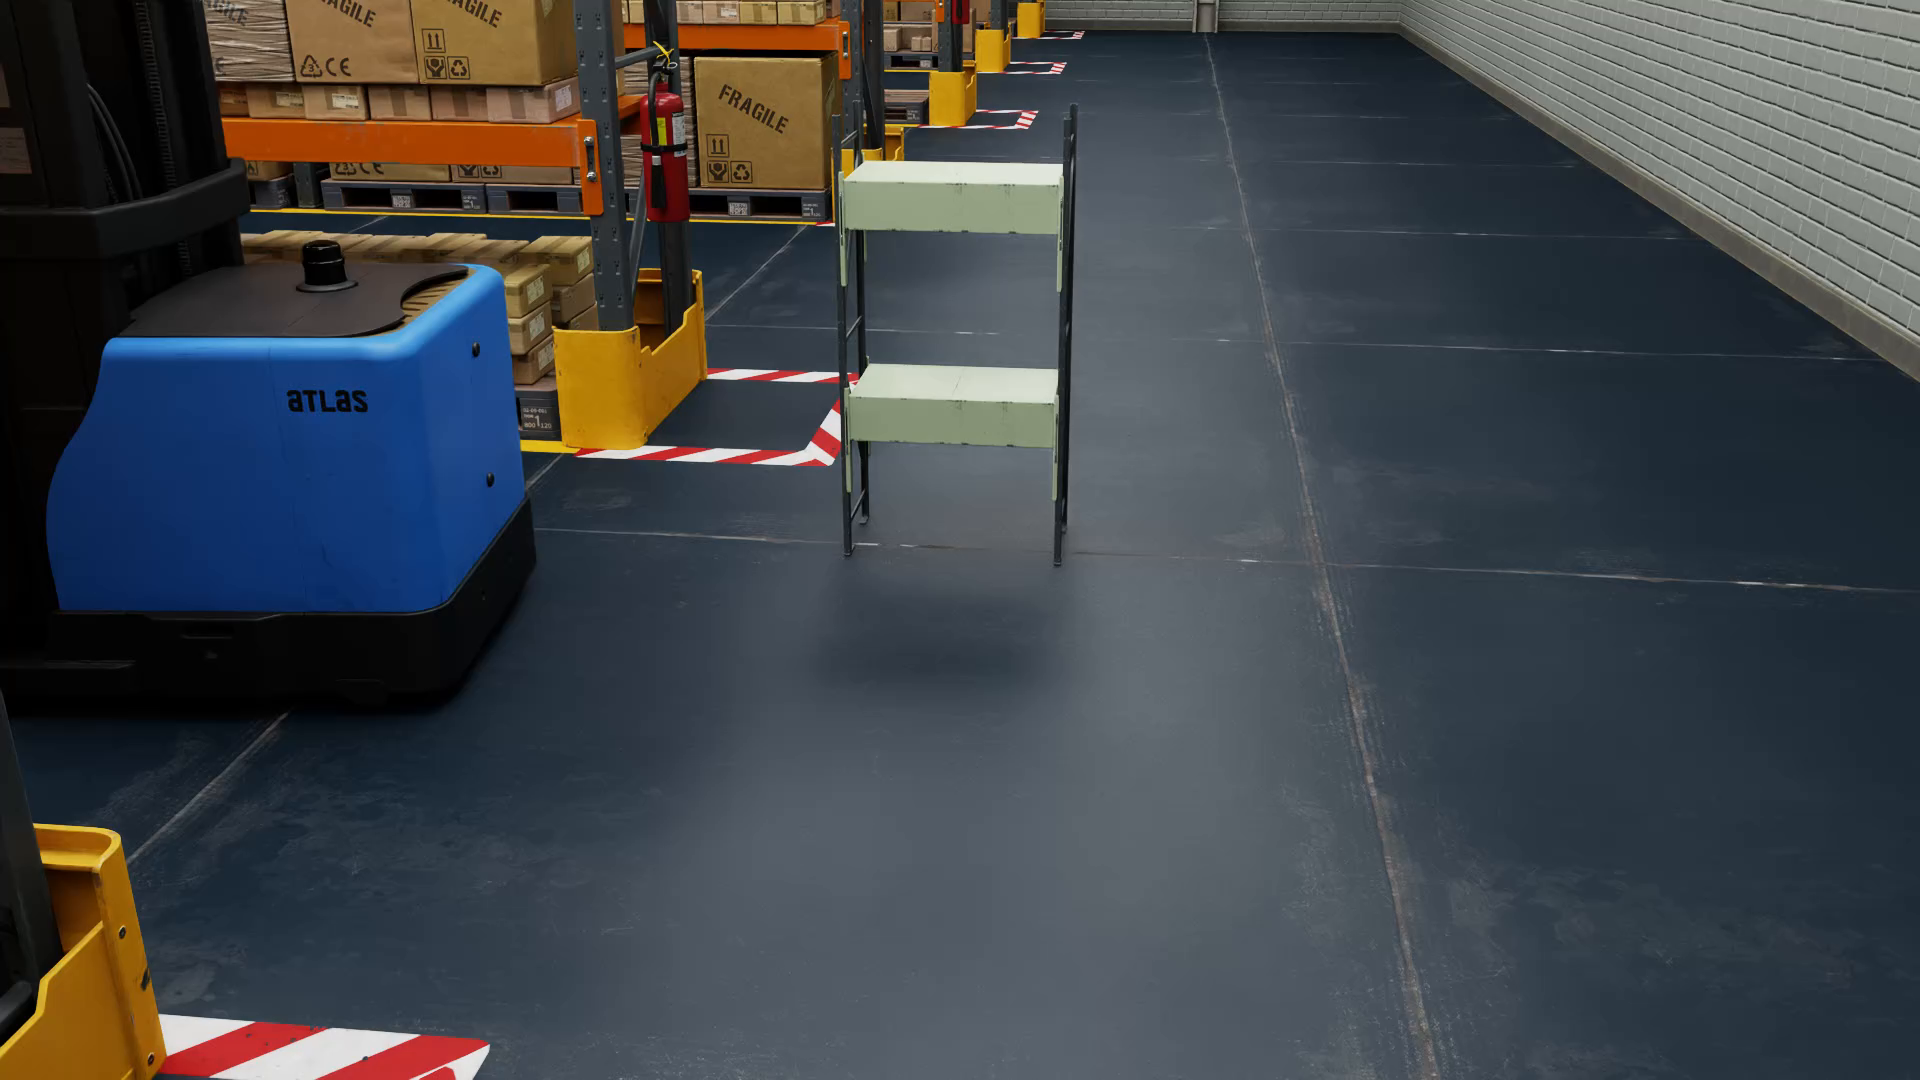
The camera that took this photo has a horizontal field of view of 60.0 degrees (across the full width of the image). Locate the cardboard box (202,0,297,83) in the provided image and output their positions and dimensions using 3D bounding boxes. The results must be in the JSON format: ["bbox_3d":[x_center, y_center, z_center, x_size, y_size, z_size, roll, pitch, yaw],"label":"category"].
[{"bbox_3d":[-2.848,-2.134,6.718,0.500,0.500,0.500,3,22,6],"label":"cardboard box"}]

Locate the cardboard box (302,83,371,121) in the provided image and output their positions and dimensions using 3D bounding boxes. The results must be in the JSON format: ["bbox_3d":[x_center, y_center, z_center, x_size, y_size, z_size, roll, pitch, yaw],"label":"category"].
[{"bbox_3d":[-2.462,-1.808,6.774,0.250,0.149,0.380,3,22,8],"label":"cardboard box"}]

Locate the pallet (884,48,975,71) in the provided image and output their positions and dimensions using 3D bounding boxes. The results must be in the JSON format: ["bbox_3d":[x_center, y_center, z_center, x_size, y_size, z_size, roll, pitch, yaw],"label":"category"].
[{"bbox_3d":[-0.370,-6.145,21.196,1.213,0.211,1.003,2,22,6],"label":"pallet"}]

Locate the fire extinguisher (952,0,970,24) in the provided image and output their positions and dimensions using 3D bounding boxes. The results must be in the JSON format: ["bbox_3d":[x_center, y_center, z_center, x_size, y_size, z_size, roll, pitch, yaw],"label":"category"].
[{"bbox_3d":[0.007,-5.214,15.661,0.183,0.674,0.296,2,22,6],"label":"fire extinguisher"}]

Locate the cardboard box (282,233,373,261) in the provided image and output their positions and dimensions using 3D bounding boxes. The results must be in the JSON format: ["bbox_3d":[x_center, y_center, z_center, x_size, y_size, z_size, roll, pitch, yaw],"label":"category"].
[{"bbox_3d":[-2.890,-1.296,7.635,0.250,0.149,0.380,3,22,8],"label":"cardboard box"}]

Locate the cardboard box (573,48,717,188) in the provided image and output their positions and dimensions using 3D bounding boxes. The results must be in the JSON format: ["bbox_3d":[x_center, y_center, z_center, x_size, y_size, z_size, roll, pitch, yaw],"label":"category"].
[{"bbox_3d":[-2.221,-3.033,11.850,0.875,0.875,0.875,2,22,6],"label":"cardboard box"}]

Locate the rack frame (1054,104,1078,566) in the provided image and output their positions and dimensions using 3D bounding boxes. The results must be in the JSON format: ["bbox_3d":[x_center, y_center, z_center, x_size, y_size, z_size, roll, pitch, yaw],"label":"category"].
[{"bbox_3d":[0.357,-0.682,5.625,0.023,1.500,0.400,2,22,6],"label":"rack frame"}]

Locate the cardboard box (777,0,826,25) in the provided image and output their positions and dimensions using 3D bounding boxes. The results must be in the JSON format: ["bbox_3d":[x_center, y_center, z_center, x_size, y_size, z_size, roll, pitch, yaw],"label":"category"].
[{"bbox_3d":[-1.064,-3.566,11.222,0.250,0.149,0.380,3,22,7],"label":"cardboard box"}]

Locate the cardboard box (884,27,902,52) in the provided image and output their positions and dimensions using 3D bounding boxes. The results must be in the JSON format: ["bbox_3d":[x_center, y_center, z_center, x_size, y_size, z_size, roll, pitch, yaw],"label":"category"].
[{"bbox_3d":[-1.011,-6.316,20.977,0.500,0.250,0.500,2,22,6],"label":"cardboard box"}]

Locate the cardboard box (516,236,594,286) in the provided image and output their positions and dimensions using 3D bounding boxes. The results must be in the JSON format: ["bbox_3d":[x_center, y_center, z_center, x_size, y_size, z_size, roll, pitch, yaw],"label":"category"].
[{"bbox_3d":[-1.836,-1.274,7.580,0.250,0.149,0.380,2,22,4],"label":"cardboard box"}]

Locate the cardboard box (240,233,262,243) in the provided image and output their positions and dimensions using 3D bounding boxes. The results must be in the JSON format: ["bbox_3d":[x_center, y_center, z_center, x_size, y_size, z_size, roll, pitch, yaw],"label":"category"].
[{"bbox_3d":[-3.406,-1.300,7.645,0.250,0.149,0.380,3,22,6],"label":"cardboard box"}]

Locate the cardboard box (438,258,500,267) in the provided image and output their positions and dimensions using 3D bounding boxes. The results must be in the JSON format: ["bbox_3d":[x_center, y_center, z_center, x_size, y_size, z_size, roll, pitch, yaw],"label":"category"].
[{"bbox_3d":[-2.154,-1.090,7.113,0.250,0.149,0.380,3,22,7],"label":"cardboard box"}]

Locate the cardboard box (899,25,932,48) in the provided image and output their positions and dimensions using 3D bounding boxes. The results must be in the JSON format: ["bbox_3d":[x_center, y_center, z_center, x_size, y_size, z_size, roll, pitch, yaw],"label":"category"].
[{"bbox_3d":[-0.505,-6.479,21.390,0.500,0.250,0.500,2,22,6],"label":"cardboard box"}]

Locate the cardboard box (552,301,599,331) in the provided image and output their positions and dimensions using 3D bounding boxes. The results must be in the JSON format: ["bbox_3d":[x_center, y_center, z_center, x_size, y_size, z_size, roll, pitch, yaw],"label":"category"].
[{"bbox_3d":[-1.839,-0.990,7.671,0.250,0.149,0.380,3,22,7],"label":"cardboard box"}]

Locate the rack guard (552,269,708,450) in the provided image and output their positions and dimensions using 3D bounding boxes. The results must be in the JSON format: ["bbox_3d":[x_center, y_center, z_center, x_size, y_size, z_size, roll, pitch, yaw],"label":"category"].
[{"bbox_3d":[-1.431,-0.822,7.339,0.348,0.500,1.175,2,22,6],"label":"rack guard"}]

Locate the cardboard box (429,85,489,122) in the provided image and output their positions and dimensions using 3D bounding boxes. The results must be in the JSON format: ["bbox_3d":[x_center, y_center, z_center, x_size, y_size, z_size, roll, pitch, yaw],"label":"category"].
[{"bbox_3d":[-1.956,-1.800,6.754,0.250,0.149,0.380,2,22,6],"label":"cardboard box"}]

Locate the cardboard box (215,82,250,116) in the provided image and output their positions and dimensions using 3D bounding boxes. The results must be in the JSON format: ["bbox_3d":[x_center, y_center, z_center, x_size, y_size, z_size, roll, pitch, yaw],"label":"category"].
[{"bbox_3d":[-2.982,-1.863,6.915,0.250,0.149,0.380,2,22,4],"label":"cardboard box"}]

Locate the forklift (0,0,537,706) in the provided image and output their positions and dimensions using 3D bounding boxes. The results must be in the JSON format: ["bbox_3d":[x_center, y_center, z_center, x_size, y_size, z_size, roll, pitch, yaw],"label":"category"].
[{"bbox_3d":[-2.933,-1.069,4.656,3.031,2.935,1.130,0,22,1],"label":"forklift"}]

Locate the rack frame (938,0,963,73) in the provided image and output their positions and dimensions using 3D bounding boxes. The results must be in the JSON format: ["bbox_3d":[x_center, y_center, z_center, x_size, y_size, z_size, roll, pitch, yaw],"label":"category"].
[{"bbox_3d":[-0.089,-5.596,16.015,0.127,3.000,1.000,2,22,6],"label":"rack frame"}]

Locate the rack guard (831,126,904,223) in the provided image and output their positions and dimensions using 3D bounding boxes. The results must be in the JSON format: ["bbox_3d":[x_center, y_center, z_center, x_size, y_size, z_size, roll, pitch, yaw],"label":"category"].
[{"bbox_3d":[-0.648,-2.624,11.898,0.348,0.500,1.175,2,22,6],"label":"rack guard"}]

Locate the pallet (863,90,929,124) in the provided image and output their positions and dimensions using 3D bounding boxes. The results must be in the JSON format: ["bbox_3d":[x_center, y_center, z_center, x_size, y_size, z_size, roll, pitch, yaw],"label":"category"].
[{"bbox_3d":[-0.903,-4.349,16.654,1.213,0.211,1.003,2,22,6],"label":"pallet"}]

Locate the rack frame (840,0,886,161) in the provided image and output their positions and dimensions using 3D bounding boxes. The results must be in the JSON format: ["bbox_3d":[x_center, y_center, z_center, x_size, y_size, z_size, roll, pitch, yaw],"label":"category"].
[{"bbox_3d":[-0.672,-3.788,11.441,0.127,3.000,1.000,2,22,6],"label":"rack frame"}]

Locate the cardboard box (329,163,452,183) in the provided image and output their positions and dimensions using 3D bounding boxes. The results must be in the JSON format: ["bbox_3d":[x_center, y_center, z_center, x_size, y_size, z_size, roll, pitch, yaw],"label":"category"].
[{"bbox_3d":[-3.998,-3.110,12.046,0.875,0.875,0.875,2,22,6],"label":"cardboard box"}]

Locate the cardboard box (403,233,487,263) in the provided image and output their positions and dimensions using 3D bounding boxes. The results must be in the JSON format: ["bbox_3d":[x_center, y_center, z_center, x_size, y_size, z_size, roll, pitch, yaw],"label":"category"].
[{"bbox_3d":[-2.359,-1.300,7.645,0.250,0.149,0.380,2,22,6],"label":"cardboard box"}]

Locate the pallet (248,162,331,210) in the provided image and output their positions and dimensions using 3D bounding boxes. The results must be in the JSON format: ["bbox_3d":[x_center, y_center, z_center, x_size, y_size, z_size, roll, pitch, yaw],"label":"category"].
[{"bbox_3d":[-5.419,-2.670,12.406,1.213,0.211,1.003,2,22,6],"label":"pallet"}]

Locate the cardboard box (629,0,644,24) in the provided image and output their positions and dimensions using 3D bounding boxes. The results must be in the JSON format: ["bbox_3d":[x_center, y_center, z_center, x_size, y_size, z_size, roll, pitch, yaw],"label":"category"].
[{"bbox_3d":[-2.079,-3.610,11.332,0.250,0.149,0.380,2,22,5],"label":"cardboard box"}]

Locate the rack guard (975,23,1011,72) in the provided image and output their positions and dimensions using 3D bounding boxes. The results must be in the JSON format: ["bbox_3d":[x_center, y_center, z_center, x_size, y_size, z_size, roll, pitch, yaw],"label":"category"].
[{"bbox_3d":[0.422,-6.245,21.057,0.348,0.500,1.175,2,22,6],"label":"rack guard"}]

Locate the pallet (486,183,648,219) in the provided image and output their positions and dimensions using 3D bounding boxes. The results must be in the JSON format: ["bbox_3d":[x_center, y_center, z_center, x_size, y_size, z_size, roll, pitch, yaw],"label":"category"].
[{"bbox_3d":[-2.683,-2.551,12.105,1.213,0.211,1.003,2,22,6],"label":"pallet"}]

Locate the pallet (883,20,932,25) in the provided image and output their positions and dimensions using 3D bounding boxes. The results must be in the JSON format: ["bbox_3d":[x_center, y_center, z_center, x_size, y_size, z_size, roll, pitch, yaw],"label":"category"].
[{"bbox_3d":[-0.934,-7.976,25.828,1.213,0.211,1.003,2,22,6],"label":"pallet"}]

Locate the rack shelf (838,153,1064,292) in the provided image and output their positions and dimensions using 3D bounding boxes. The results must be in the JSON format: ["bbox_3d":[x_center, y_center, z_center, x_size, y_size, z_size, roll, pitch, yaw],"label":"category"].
[{"bbox_3d":[-0.007,-1.061,5.521,0.720,0.370,0.431,2,22,6],"label":"rack shelf"}]

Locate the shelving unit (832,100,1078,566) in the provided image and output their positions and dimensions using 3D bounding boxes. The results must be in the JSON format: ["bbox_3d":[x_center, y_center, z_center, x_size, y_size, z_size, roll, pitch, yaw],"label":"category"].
[{"bbox_3d":[-0.007,-0.698,5.665,0.755,1.500,0.431,2,22,6],"label":"shelving unit"}]

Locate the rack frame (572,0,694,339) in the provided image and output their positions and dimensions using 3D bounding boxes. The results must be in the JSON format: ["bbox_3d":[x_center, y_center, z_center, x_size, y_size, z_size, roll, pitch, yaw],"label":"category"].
[{"bbox_3d":[-1.356,-1.981,6.871,0.127,3.000,1.000,2,22,6],"label":"rack frame"}]

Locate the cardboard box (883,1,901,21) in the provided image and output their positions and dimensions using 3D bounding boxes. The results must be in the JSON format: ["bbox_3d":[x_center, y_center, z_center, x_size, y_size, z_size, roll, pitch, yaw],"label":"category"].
[{"bbox_3d":[-1.157,-8.303,25.691,0.500,0.500,0.700,3,22,8],"label":"cardboard box"}]

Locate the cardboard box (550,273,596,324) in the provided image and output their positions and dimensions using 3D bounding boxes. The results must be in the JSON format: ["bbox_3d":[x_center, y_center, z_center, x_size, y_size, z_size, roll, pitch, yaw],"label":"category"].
[{"bbox_3d":[-1.846,-1.105,7.558,0.250,0.149,0.380,3,22,9],"label":"cardboard box"}]

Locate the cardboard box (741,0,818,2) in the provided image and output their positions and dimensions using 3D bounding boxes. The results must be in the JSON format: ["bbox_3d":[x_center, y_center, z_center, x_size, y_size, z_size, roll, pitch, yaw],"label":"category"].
[{"bbox_3d":[-1.184,-3.780,11.222,0.500,0.250,0.500,2,22,5],"label":"cardboard box"}]

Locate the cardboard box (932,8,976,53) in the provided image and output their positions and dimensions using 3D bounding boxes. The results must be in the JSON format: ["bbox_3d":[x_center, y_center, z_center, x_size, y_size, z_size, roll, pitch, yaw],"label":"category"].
[{"bbox_3d":[-0.071,-6.380,20.800,0.500,0.500,0.500,2,22,6],"label":"cardboard box"}]

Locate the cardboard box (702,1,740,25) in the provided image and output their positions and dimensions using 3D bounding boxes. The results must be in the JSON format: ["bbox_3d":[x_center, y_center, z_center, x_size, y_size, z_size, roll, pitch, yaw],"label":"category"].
[{"bbox_3d":[-1.573,-3.588,11.277,0.250,0.149,0.380,3,22,6],"label":"cardboard box"}]

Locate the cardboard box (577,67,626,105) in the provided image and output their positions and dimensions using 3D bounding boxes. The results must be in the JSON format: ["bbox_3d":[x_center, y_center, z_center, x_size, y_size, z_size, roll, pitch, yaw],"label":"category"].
[{"bbox_3d":[-1.639,-1.998,7.256,0.250,0.149,0.380,2,22,6],"label":"cardboard box"}]

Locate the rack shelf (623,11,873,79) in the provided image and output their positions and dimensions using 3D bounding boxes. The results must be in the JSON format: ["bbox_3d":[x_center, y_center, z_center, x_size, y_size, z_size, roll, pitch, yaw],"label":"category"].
[{"bbox_3d":[-2.658,-3.540,11.792,4.000,0.370,1.077,2,22,6],"label":"rack shelf"}]

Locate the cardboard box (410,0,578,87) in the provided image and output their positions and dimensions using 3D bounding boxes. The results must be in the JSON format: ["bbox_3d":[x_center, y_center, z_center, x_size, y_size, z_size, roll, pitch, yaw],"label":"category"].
[{"bbox_3d":[-1.833,-2.092,6.610,0.500,0.500,0.500,3,22,7],"label":"cardboard box"}]

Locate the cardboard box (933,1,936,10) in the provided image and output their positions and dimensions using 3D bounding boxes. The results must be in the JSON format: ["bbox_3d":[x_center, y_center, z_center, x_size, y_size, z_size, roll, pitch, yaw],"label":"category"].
[{"bbox_3d":[-0.127,-8.261,25.585,0.500,0.500,0.700,2,22,6],"label":"cardboard box"}]

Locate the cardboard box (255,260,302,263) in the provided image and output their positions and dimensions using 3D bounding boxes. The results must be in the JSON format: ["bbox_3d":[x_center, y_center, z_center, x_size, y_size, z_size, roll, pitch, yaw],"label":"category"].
[{"bbox_3d":[-2.949,-1.080,7.089,0.250,0.149,0.380,3,22,8],"label":"cardboard box"}]

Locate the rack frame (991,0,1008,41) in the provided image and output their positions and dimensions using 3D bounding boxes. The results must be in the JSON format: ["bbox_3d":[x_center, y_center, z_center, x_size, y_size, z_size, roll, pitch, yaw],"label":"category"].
[{"bbox_3d":[0.498,-7.404,20.589,0.127,3.000,1.000,2,22,6],"label":"rack frame"}]
